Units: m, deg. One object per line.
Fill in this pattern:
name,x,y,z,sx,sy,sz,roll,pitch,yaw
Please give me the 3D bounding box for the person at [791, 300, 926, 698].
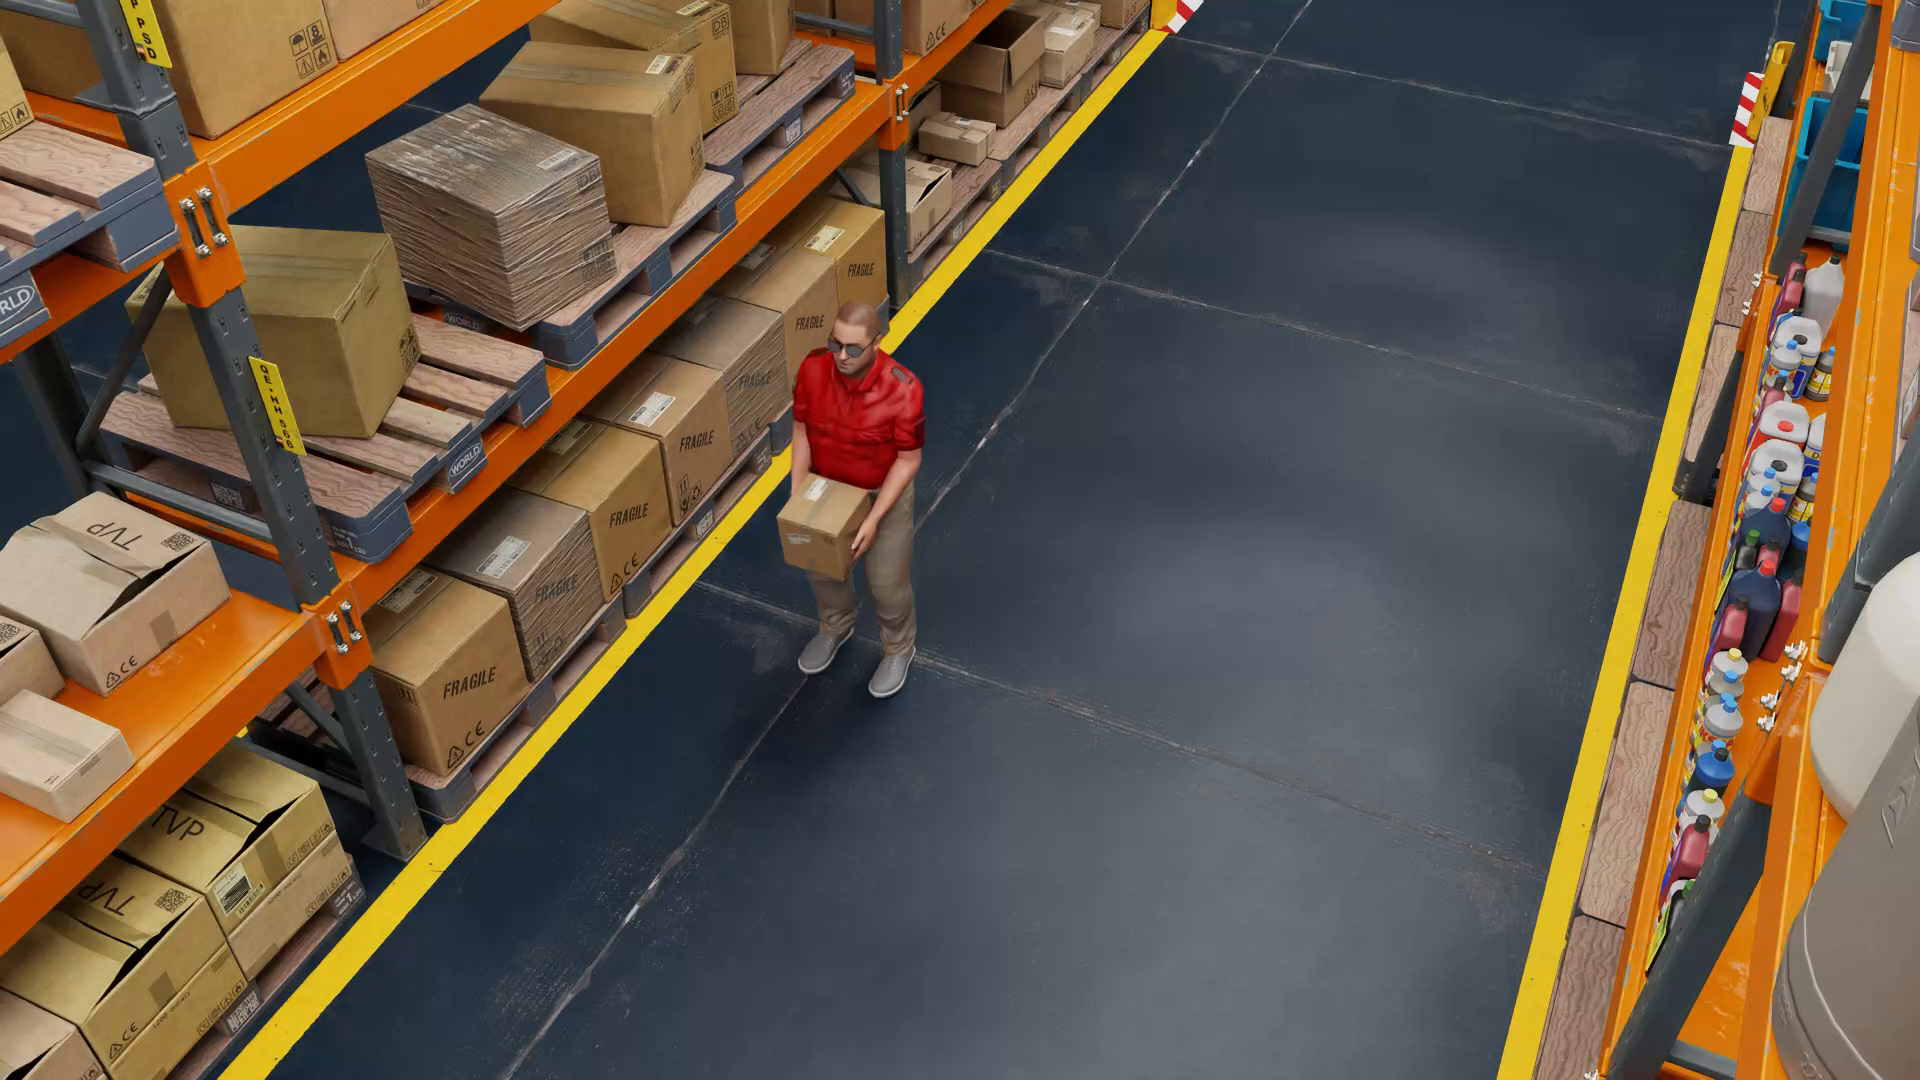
person,-0.408,-0.119,6.300,0.527,1.732,0.496,17,45,19
